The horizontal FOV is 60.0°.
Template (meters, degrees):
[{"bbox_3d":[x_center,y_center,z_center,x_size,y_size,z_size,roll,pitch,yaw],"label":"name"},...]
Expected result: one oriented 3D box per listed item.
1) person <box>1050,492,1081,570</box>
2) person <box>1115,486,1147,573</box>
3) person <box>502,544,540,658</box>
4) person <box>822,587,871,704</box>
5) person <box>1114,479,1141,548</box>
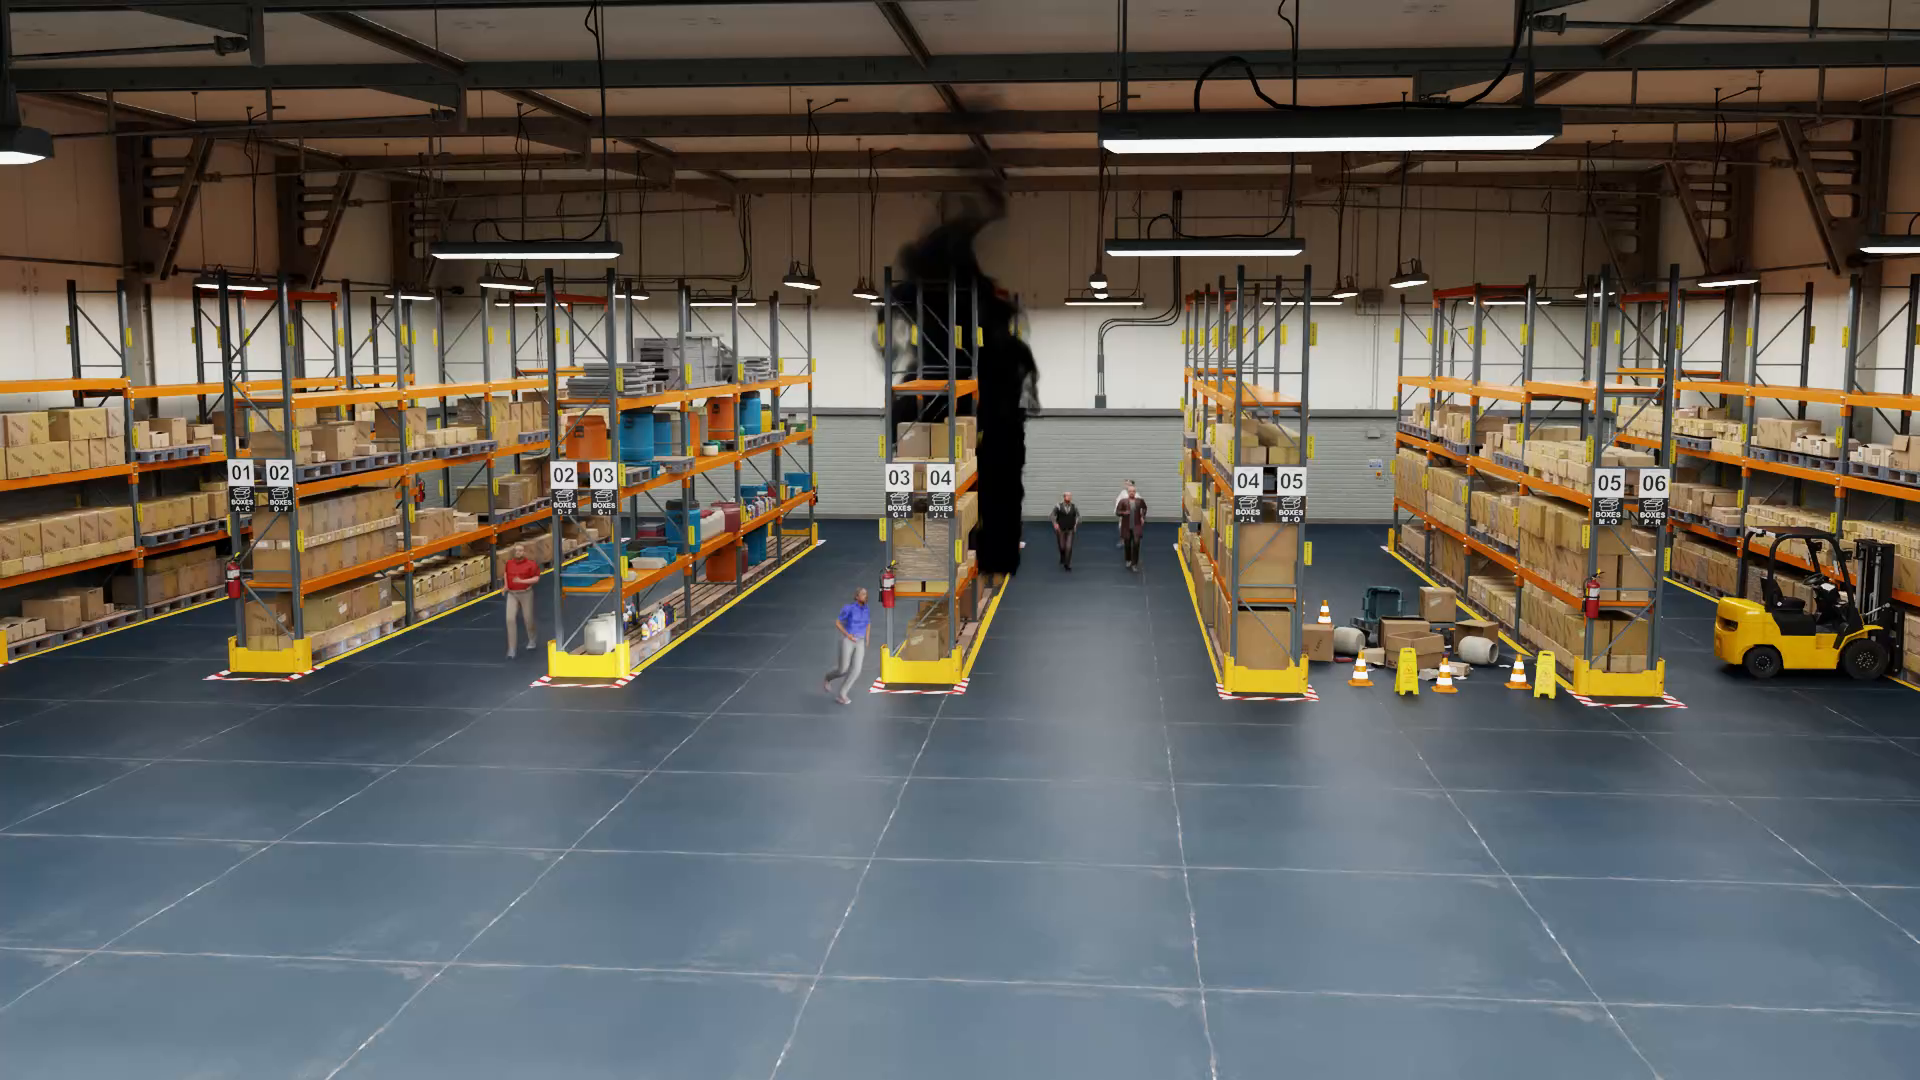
[{"bbox_3d":[2.300,-0.202,36.071,0.664,1.689,0.538,0,7,-3],"label":"person"},{"bbox_3d":[3.690,-0.249,35.821,0.693,1.816,0.895,0,7,4],"label":"person"},{"bbox_3d":[-6.965,0.946,26.403,0.637,1.792,0.792,0,7,2],"label":"person"},{"bbox_3d":[-1.520,1.431,23.133,0.631,1.578,0.678,-5,8,-35],"label":"person"},{"bbox_3d":[3.988,-0.634,39.723,0.636,1.677,0.673,-6,9,-42],"label":"person"}]
